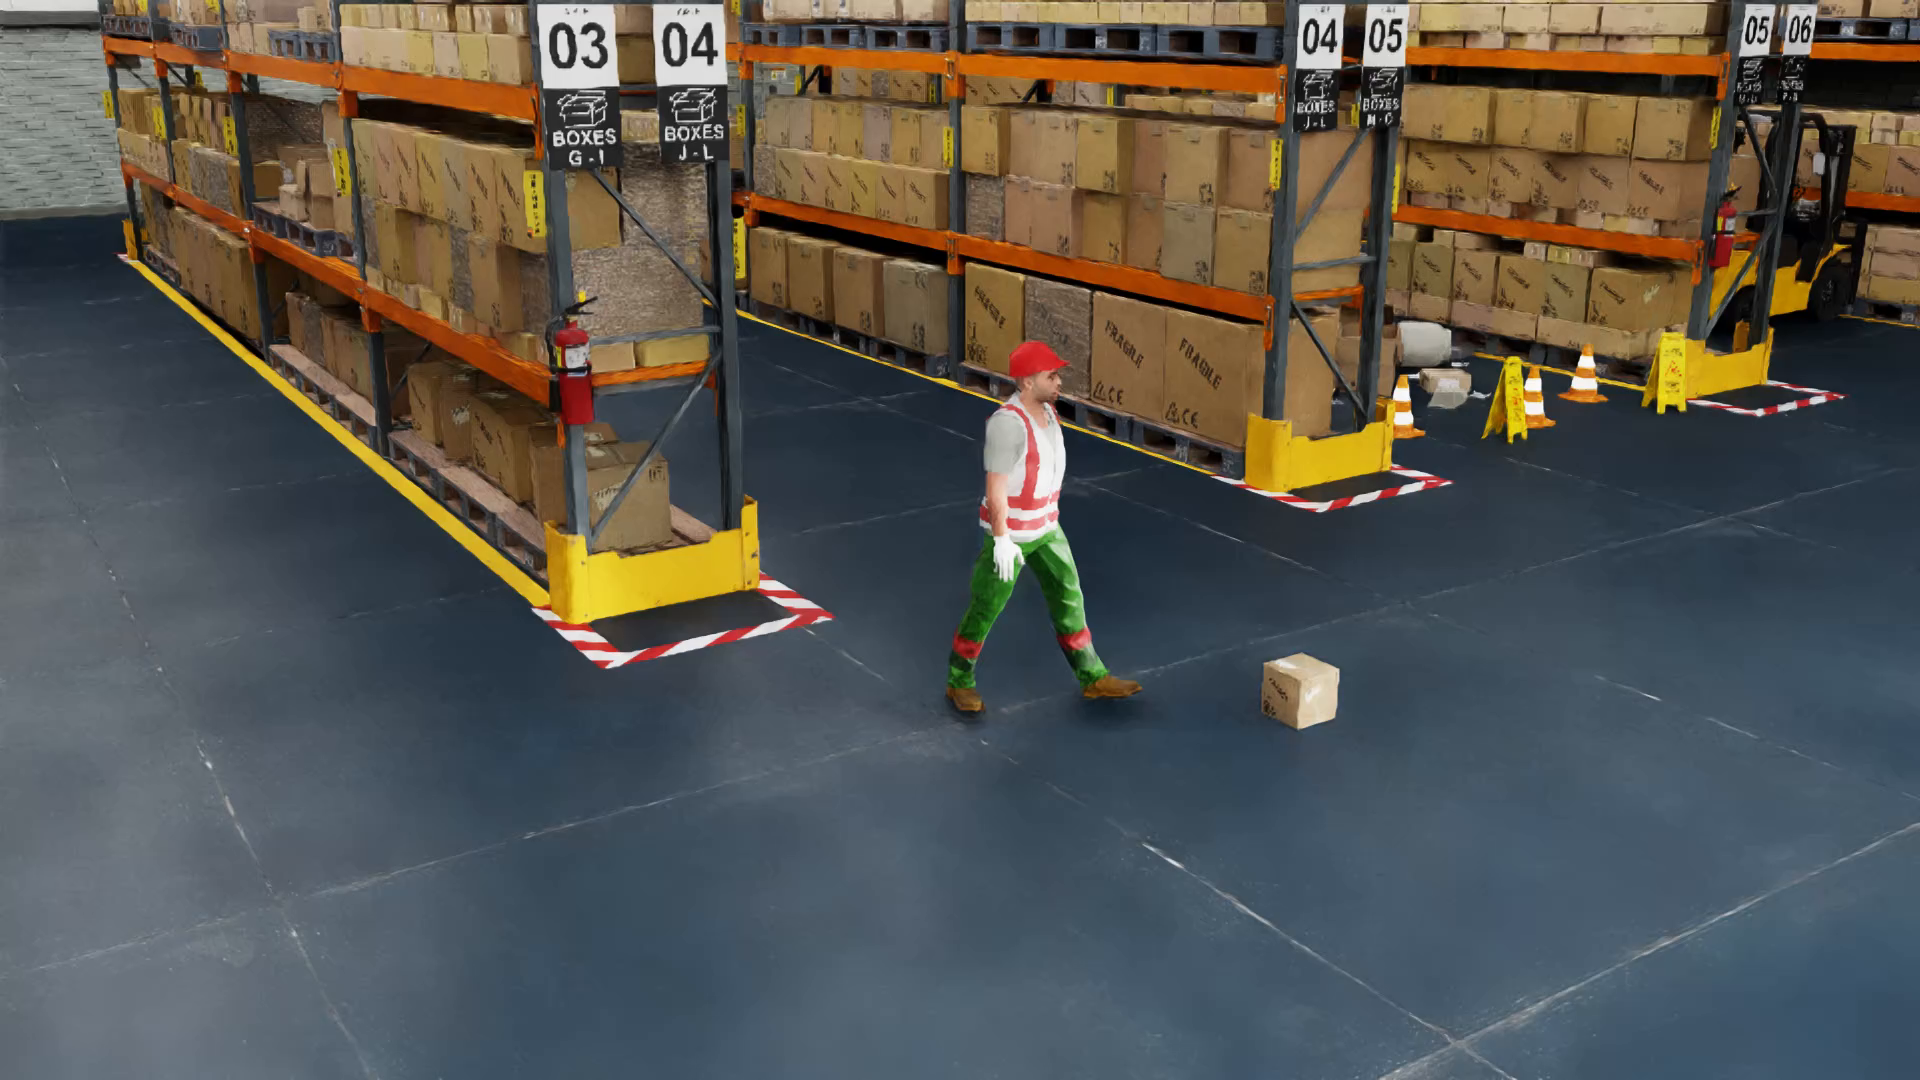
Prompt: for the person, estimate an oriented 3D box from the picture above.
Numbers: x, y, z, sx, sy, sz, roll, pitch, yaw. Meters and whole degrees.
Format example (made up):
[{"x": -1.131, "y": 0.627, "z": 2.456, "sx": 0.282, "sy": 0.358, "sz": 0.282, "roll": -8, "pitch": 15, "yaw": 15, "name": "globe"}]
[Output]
[{"x": 0.363, "y": -0.049, "z": 7.638, "sx": 0.837, "sy": 1.755, "sz": 0.632, "roll": 12, "pitch": 21, "yaw": 32, "name": "person"}]
